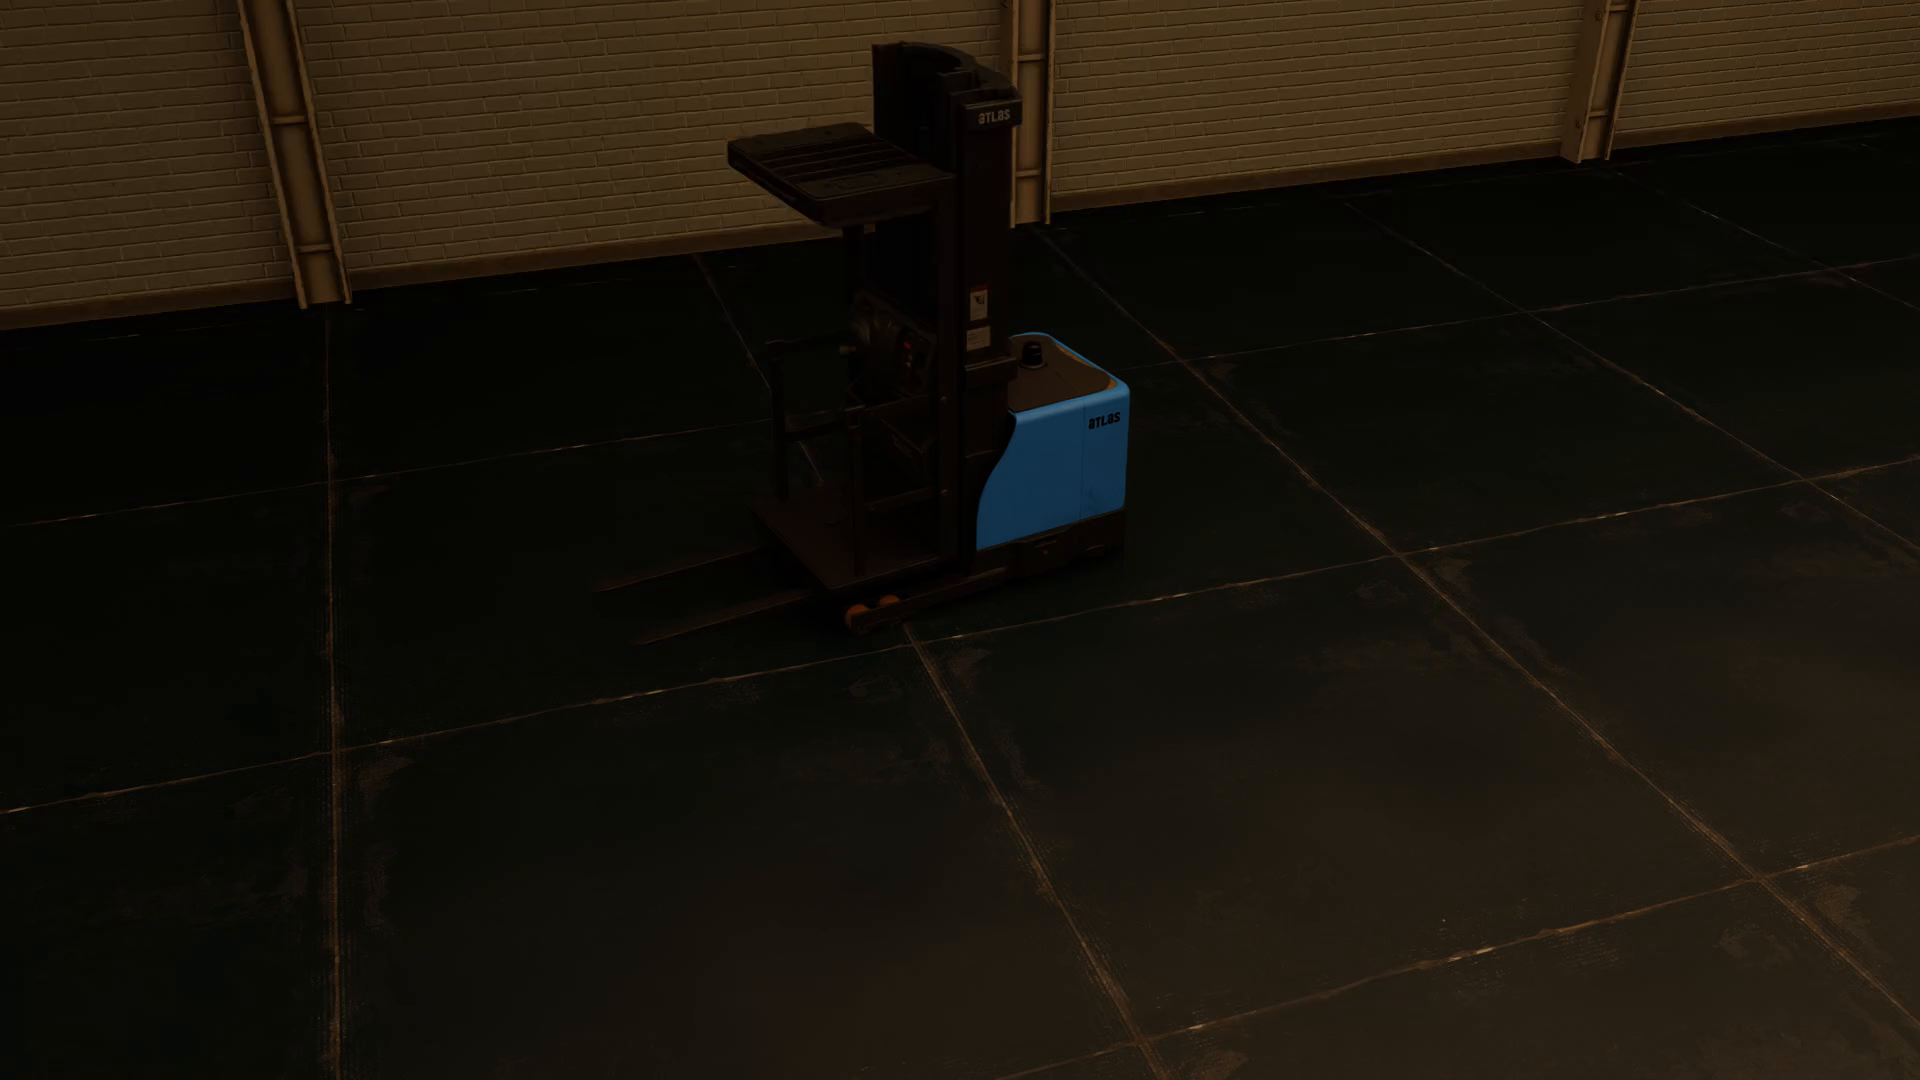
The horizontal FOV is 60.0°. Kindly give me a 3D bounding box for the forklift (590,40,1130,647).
[{"bbox_3d":[-0.555,-1.049,8.910,3.031,2.935,1.130,-16,34,-26],"label":"forklift"}]
